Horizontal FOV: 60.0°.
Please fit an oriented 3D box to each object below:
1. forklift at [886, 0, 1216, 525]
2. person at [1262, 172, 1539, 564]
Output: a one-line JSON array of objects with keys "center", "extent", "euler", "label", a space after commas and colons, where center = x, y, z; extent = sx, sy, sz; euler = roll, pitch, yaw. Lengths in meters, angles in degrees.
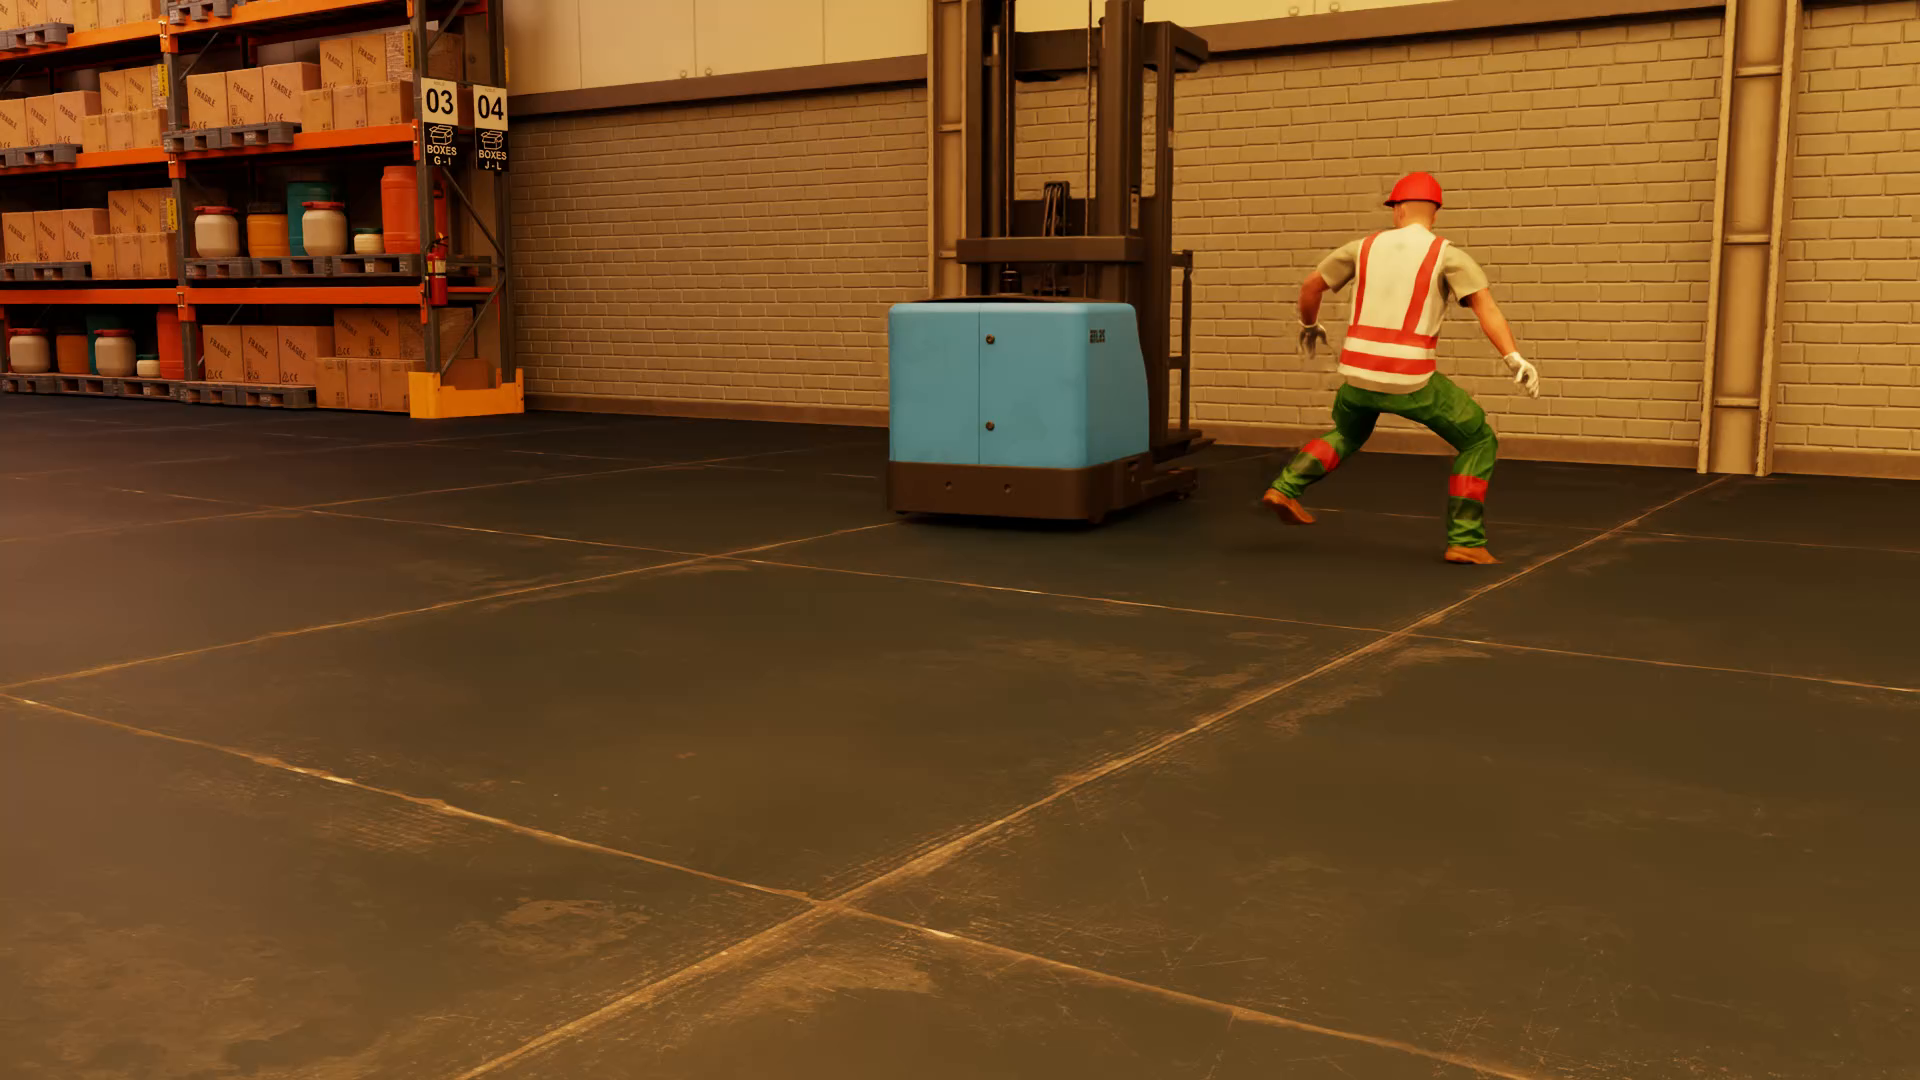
[{"center": [0.695, -1.692, 9.090], "extent": [1.130, 2.935, 3.031], "euler": [4, 9, 23], "label": "forklift"}, {"center": [1.895, -0.700, 6.975], "extent": [1.189, 1.663, 0.511], "euler": [8, 11, 43], "label": "person"}]
